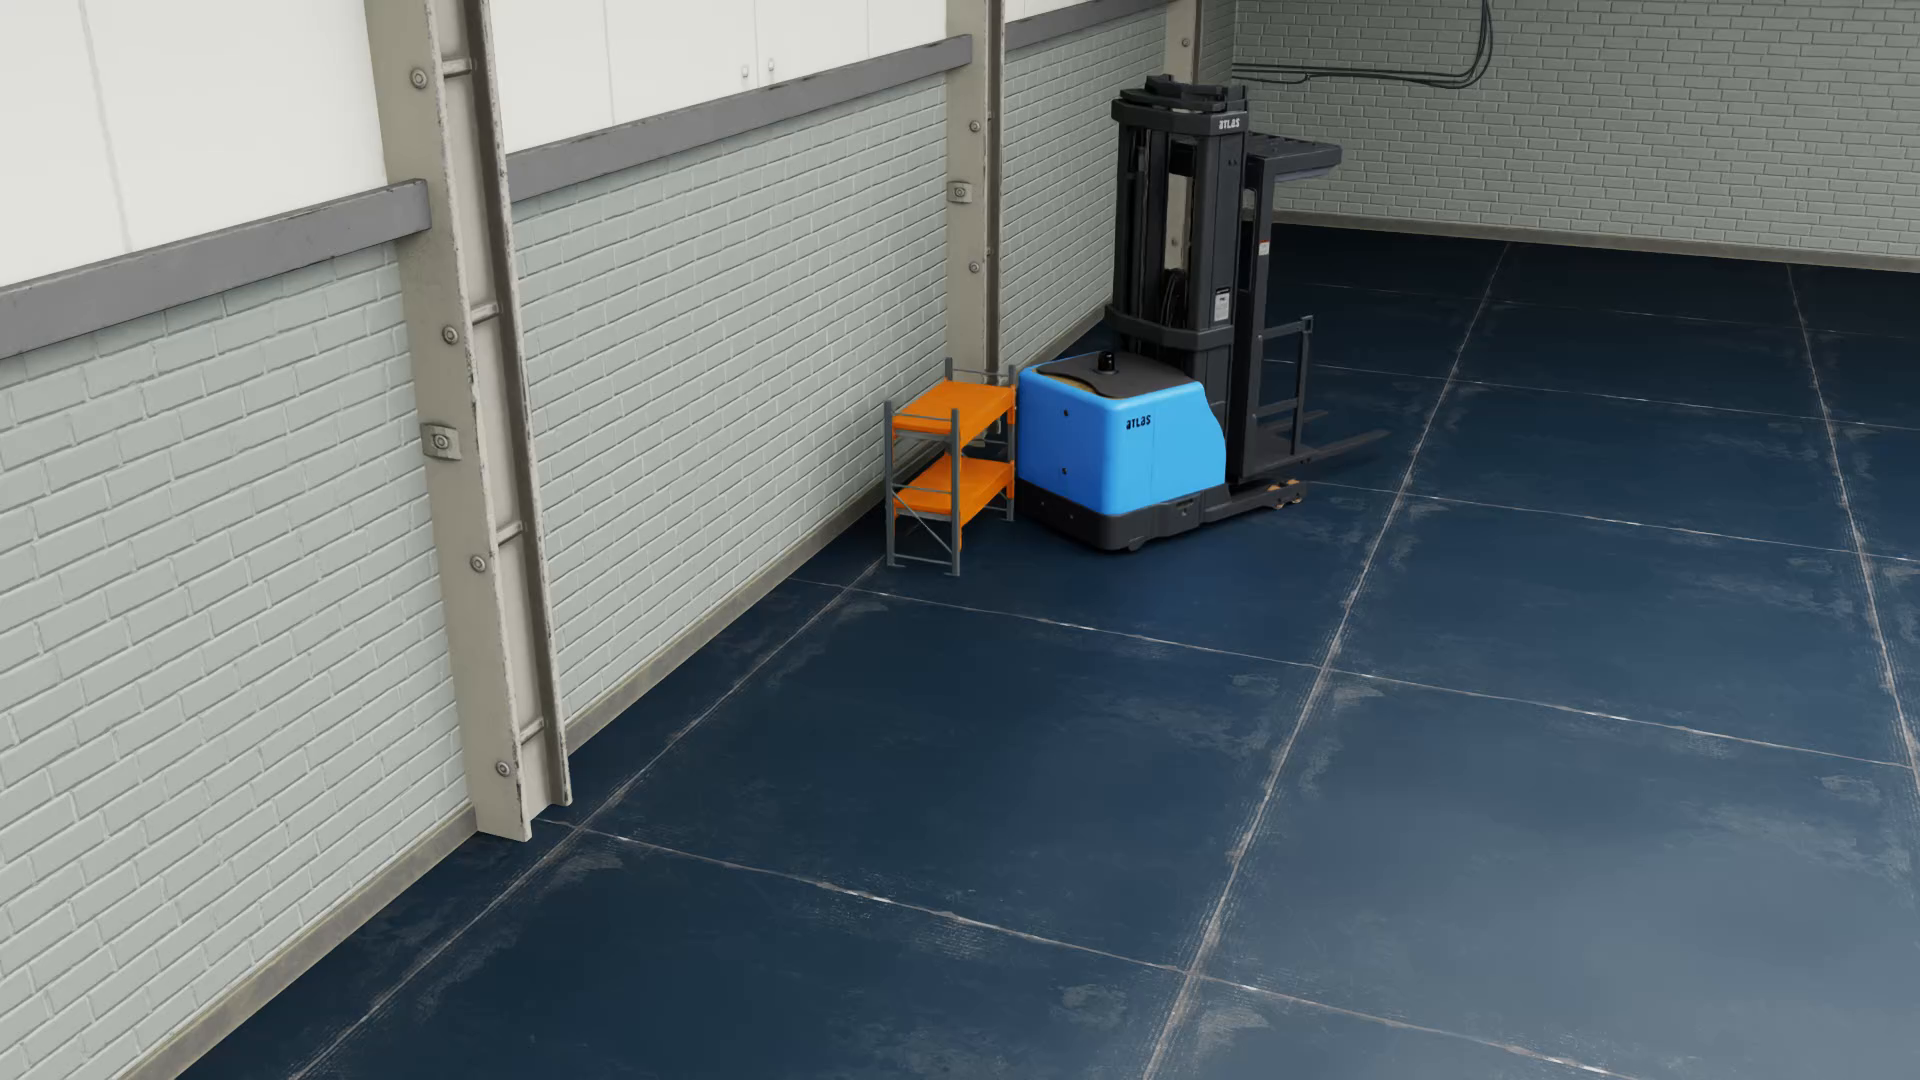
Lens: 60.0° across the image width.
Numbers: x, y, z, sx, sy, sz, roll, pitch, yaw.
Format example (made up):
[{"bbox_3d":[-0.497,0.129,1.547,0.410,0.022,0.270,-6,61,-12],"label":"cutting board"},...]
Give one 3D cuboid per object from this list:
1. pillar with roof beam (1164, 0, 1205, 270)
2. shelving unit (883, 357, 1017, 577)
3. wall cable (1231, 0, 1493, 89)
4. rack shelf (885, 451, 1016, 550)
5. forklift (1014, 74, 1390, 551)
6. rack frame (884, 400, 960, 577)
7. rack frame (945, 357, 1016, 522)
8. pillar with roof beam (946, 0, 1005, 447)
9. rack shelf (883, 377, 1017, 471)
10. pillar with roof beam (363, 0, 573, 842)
[{"bbox_3d":[6.336,-6.499,15.132,9.100,9.000,0.400,9,24,20],"label":"pillar with roof beam"},{"bbox_3d":[-0.051,-0.503,10.994,0.538,1.125,1.048,9,24,20],"label":"shelving unit"},{"bbox_3d":[4.661,-6.547,19.277,3.097,2.526,0.112,9,24,20],"label":"wall cable"},{"bbox_3d":[-0.051,-0.277,11.088,0.538,0.278,1.000,9,24,20],"label":"rack shelf"},{"bbox_3d":[1.862,-1.716,11.556,3.031,2.935,1.130,-16,28,-34],"label":"forklift"},{"bbox_3d":[-0.240,-0.321,10.558,0.500,1.125,0.032,9,24,20],"label":"rack frame"},{"bbox_3d":[0.138,-0.684,11.429,0.500,1.125,0.032,9,24,20],"label":"rack frame"},{"bbox_3d":[4.108,-4.351,9.992,9.100,9.000,0.400,9,24,20],"label":"pillar with roof beam"},{"bbox_3d":[-0.051,-0.773,10.881,0.538,0.278,1.000,9,24,20],"label":"rack shelf"},{"bbox_3d":[1.879,-2.204,4.852,9.100,9.000,0.400,9,24,20],"label":"pillar with roof beam"}]
